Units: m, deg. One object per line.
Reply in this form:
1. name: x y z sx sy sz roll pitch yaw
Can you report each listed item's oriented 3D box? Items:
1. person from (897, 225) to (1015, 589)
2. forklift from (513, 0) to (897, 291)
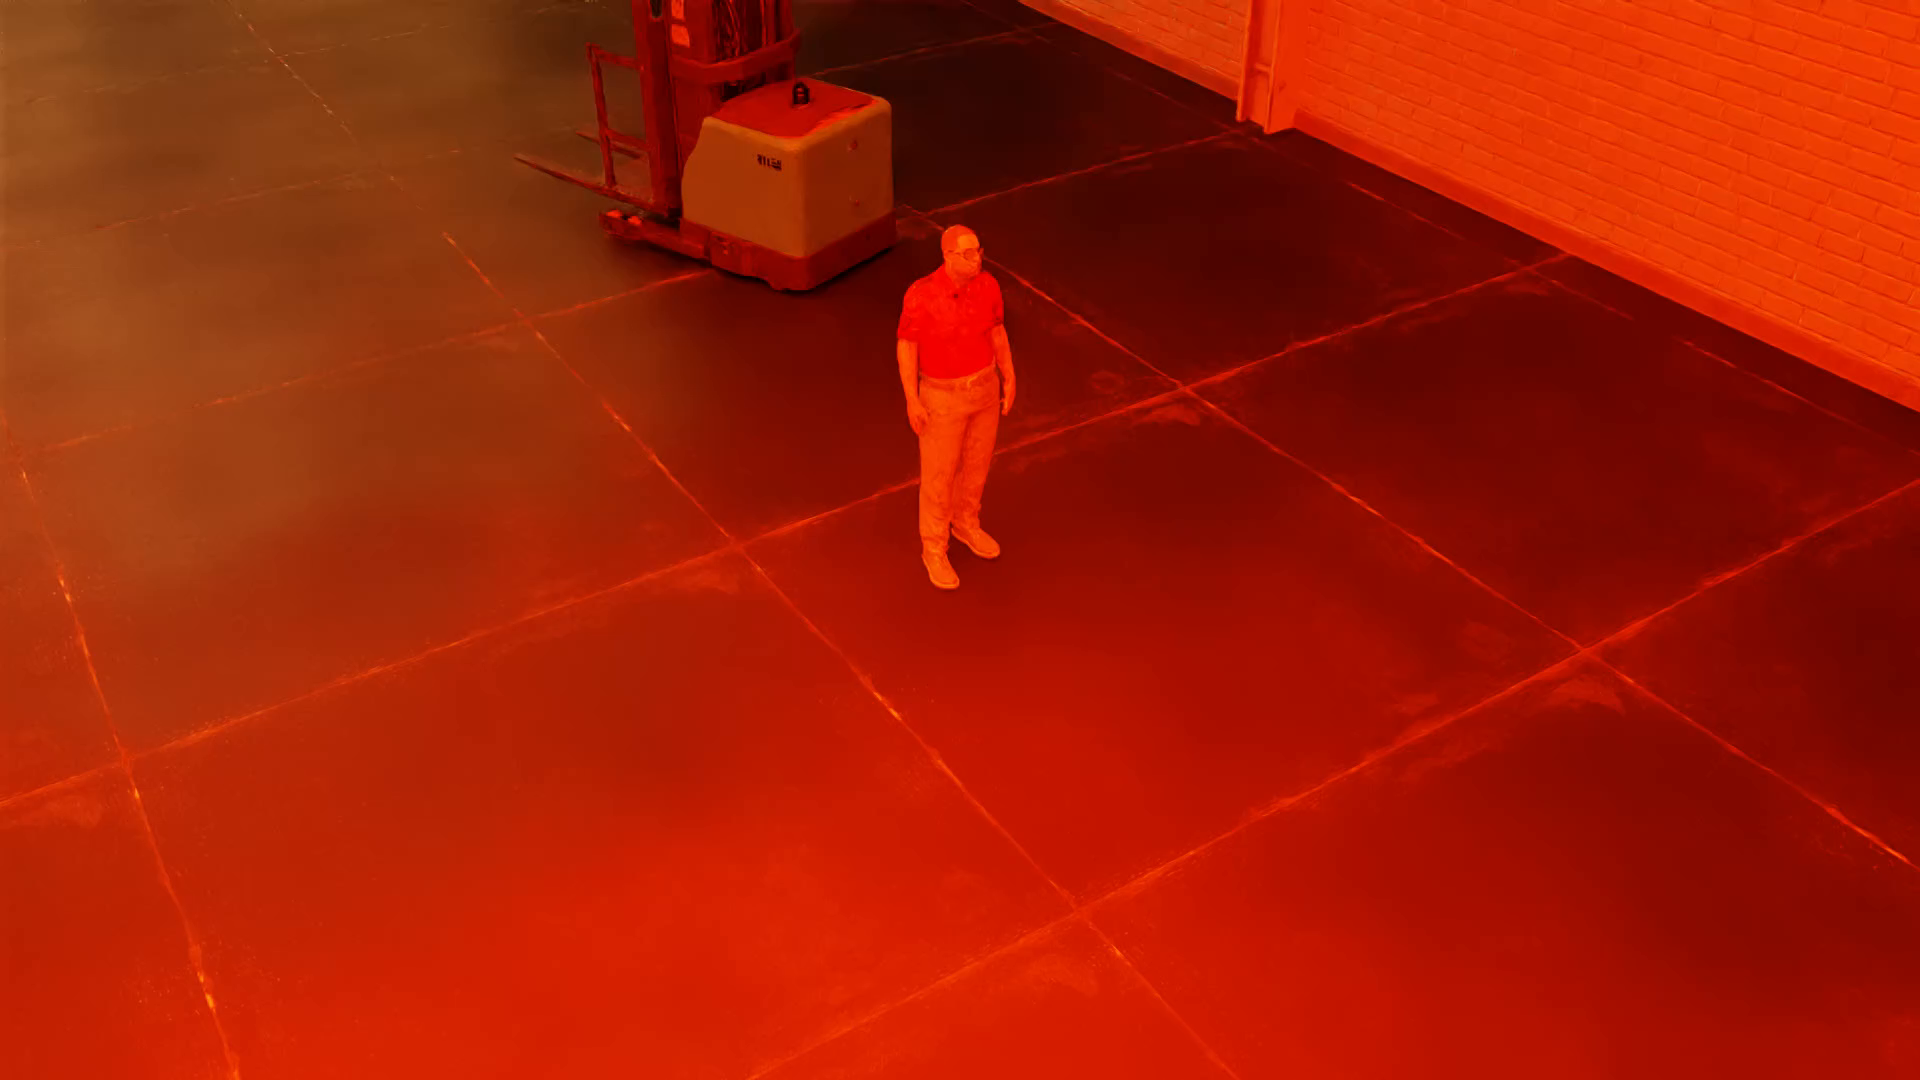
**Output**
1. person: 0.039 -0.666 8.129 0.640 1.726 0.550 -21 40 -27
2. forklift: -1.922 -3.513 11.148 3.031 2.935 1.130 23 41 29
